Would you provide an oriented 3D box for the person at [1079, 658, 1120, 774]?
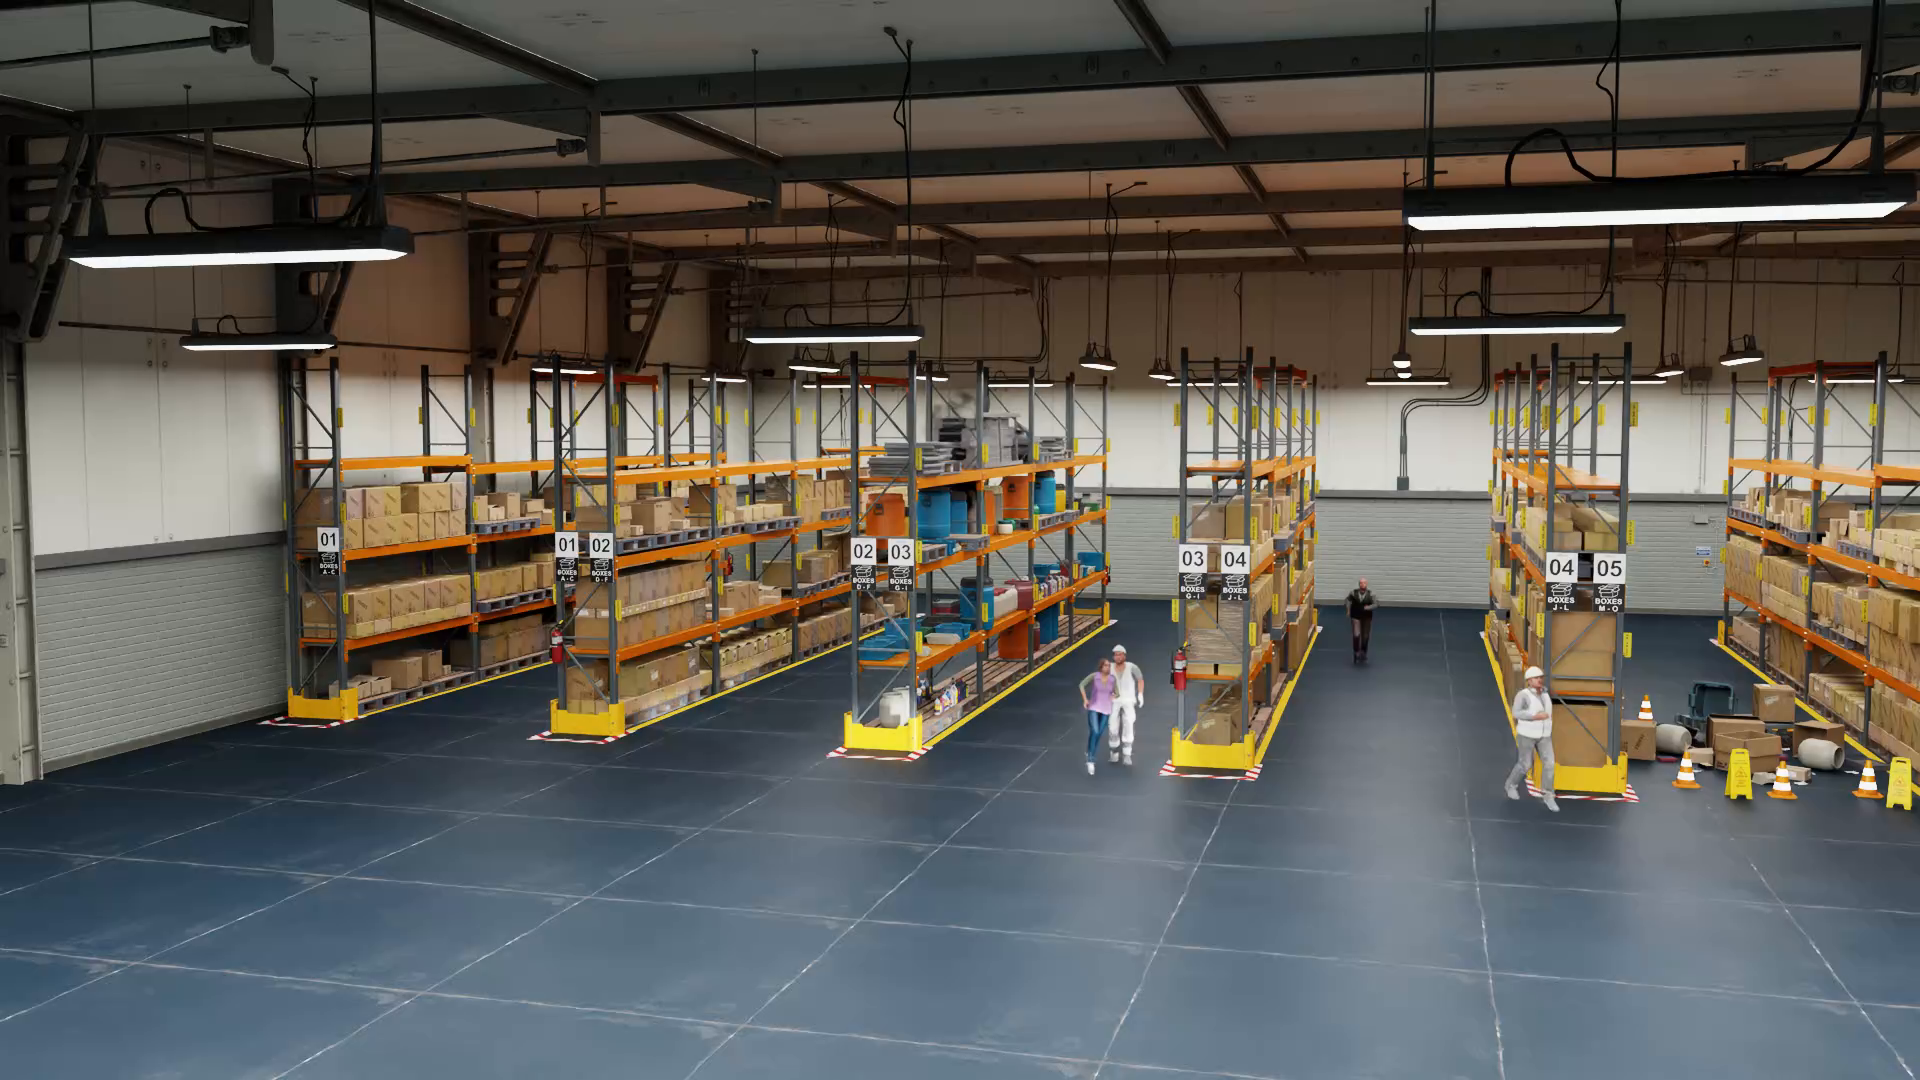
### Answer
[{"bbox_3d":[2.009,2.473,23.795,0.550,1.611,0.770,-1,4,-12],"label":"person"}]

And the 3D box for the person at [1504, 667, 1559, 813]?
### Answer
[{"bbox_3d":[7.379,2.538,21.413,0.662,1.824,0.819,-1,4,-19],"label":"person"}]

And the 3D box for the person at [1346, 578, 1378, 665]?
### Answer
[{"bbox_3d":[8.191,1.659,33.929,0.612,1.775,0.834,1,4,11],"label":"person"}]

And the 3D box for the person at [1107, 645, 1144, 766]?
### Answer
[{"bbox_3d":[2.281,2.392,24.095,0.674,1.694,0.875,1,4,14],"label":"person"}]
